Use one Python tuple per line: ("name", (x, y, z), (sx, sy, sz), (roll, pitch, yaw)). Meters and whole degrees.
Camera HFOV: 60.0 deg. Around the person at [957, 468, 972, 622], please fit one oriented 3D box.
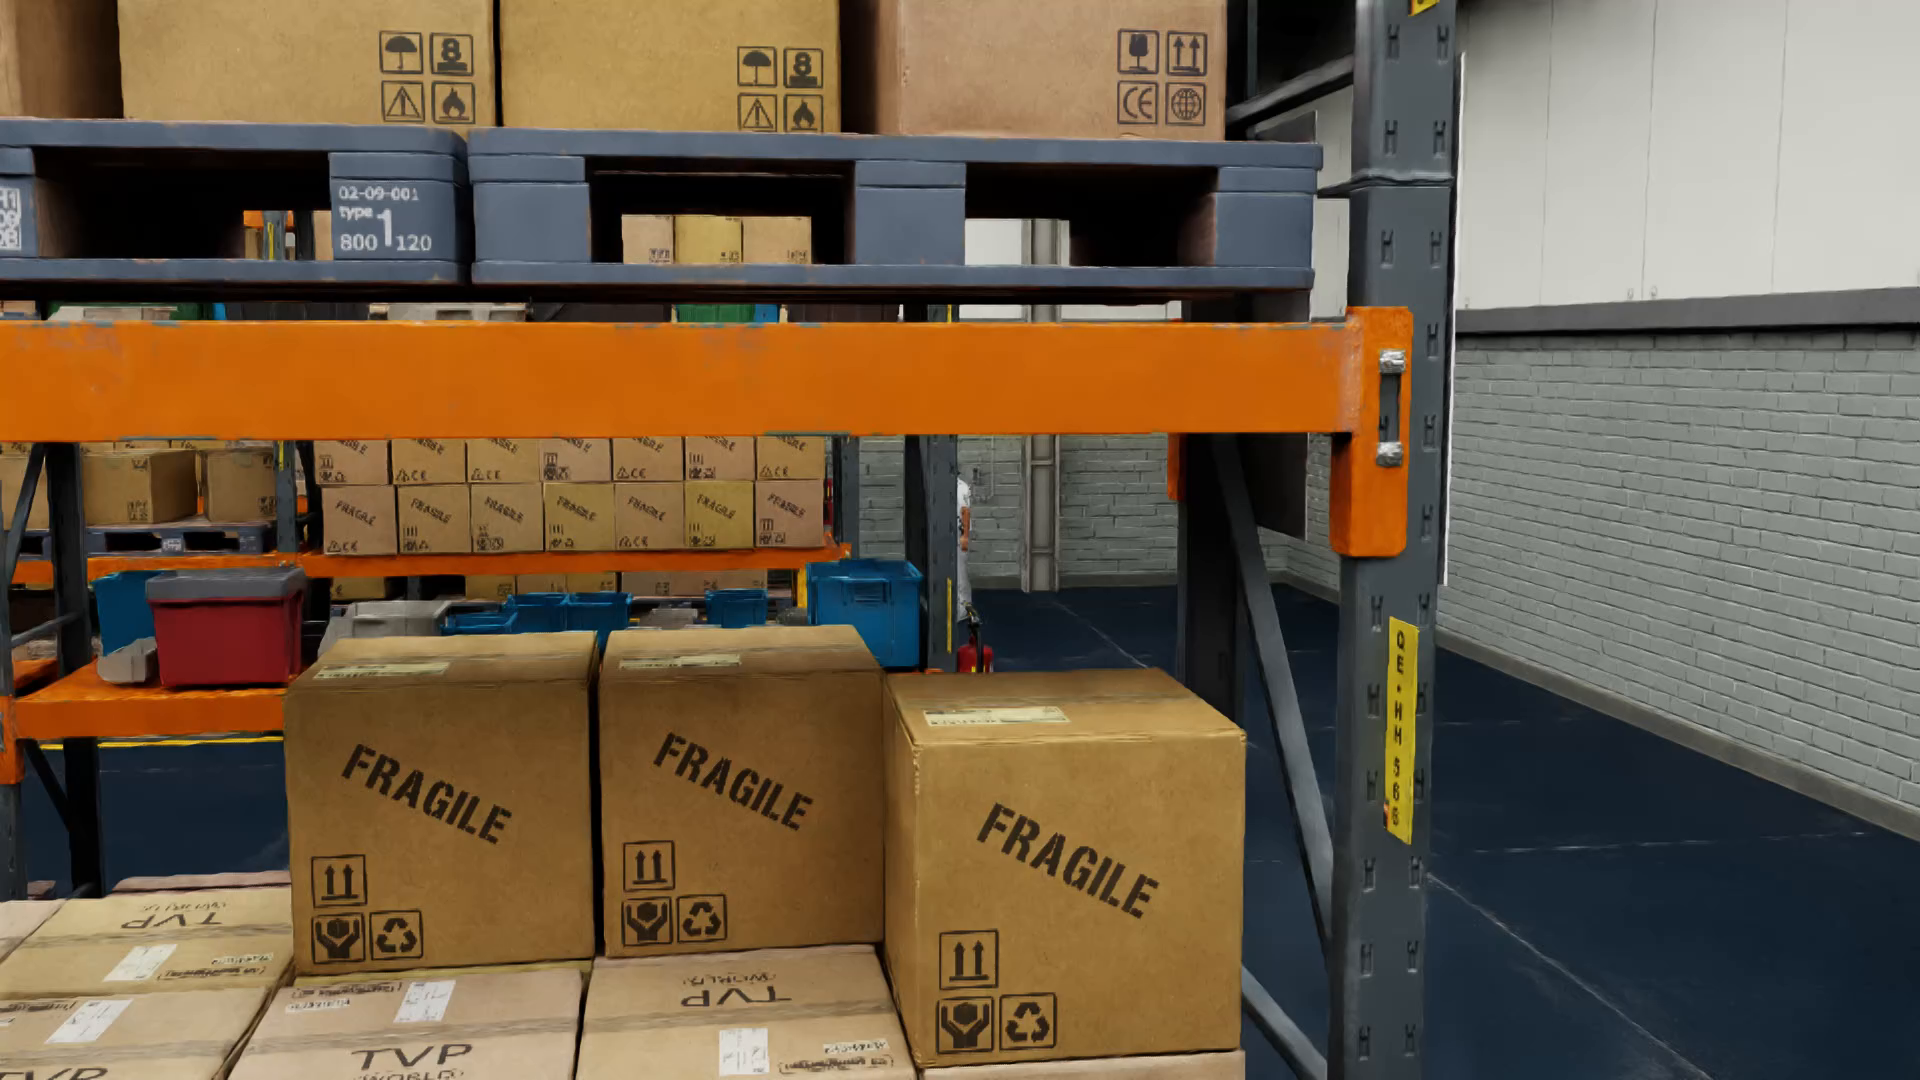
("person", (-0.105, -0.038, 17.035), (0.651, 1.657, 0.529), (6, 9, 43))
